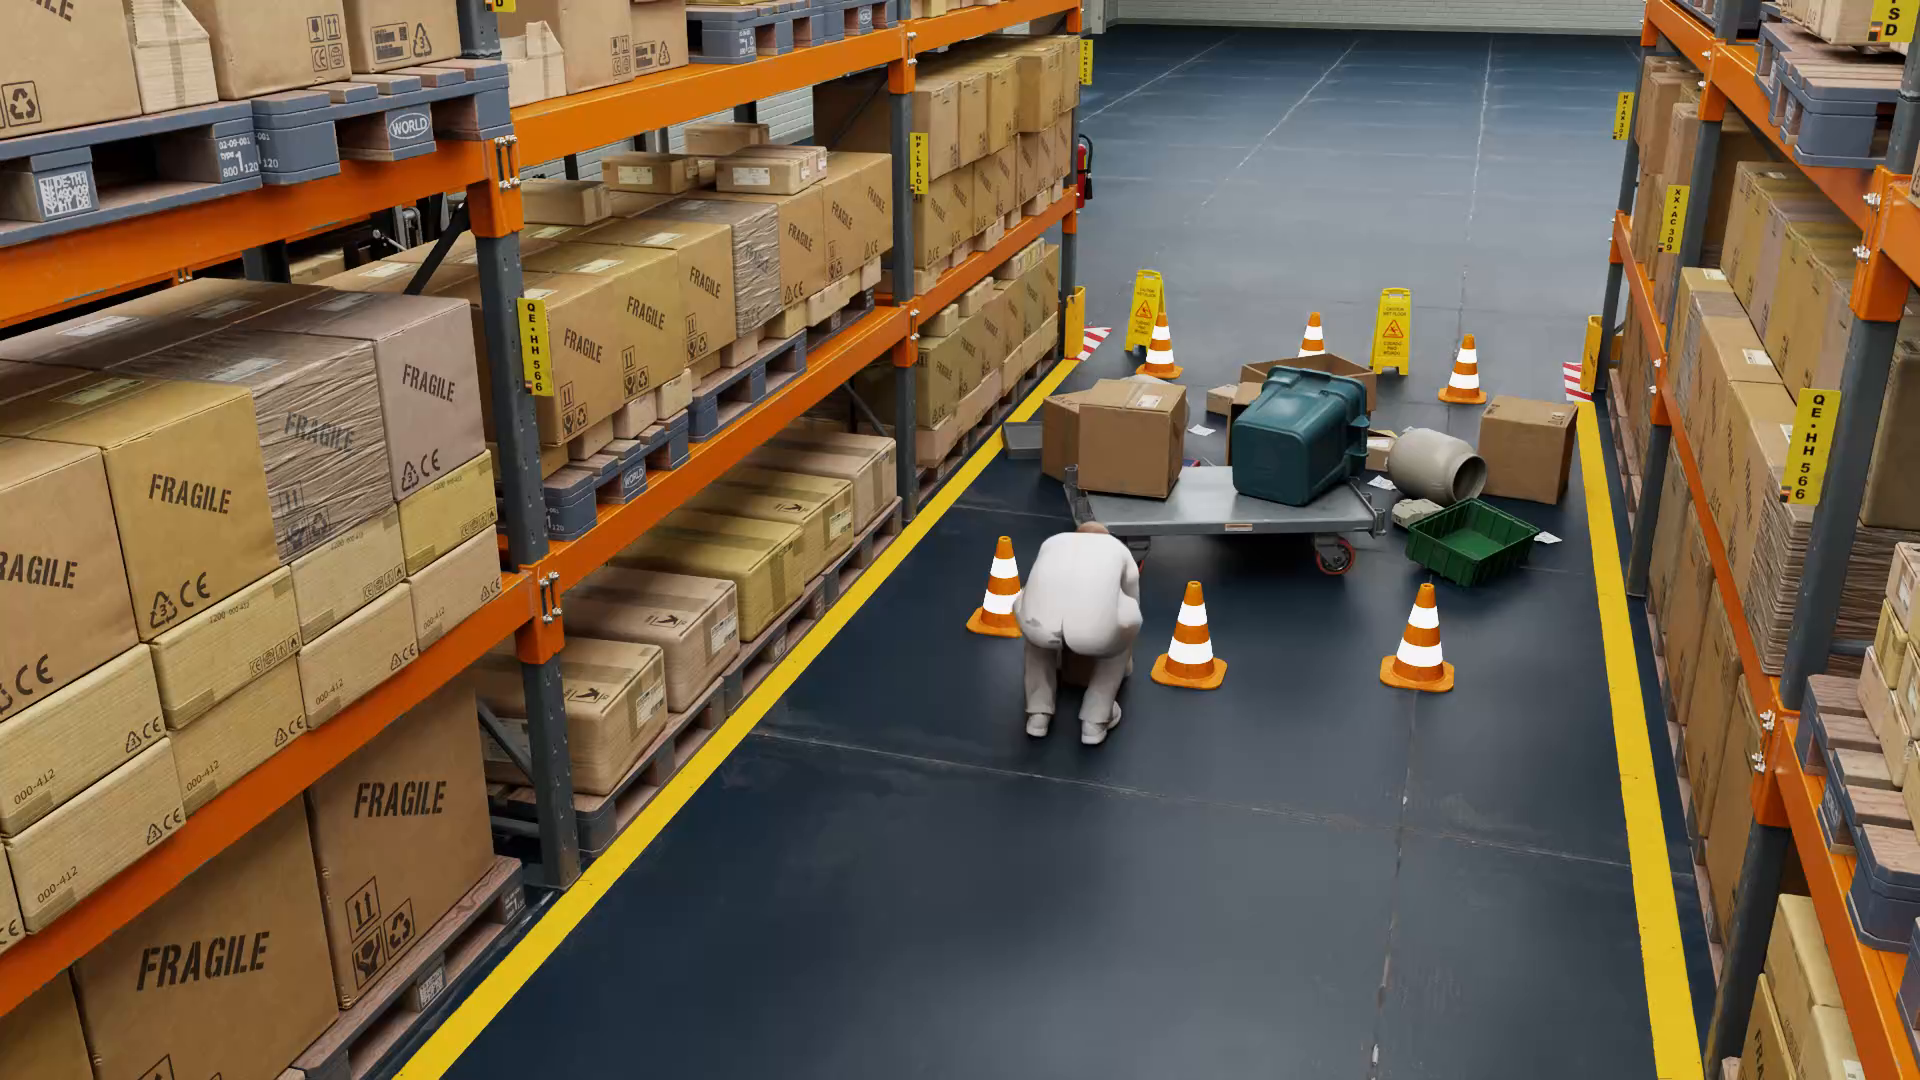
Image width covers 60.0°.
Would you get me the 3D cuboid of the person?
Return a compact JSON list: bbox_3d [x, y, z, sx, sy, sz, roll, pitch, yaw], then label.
[{"bbox_3d":[0.537,0.382,7.421,0.589,0.874,0.953,6,22,14],"label":"person"}]
